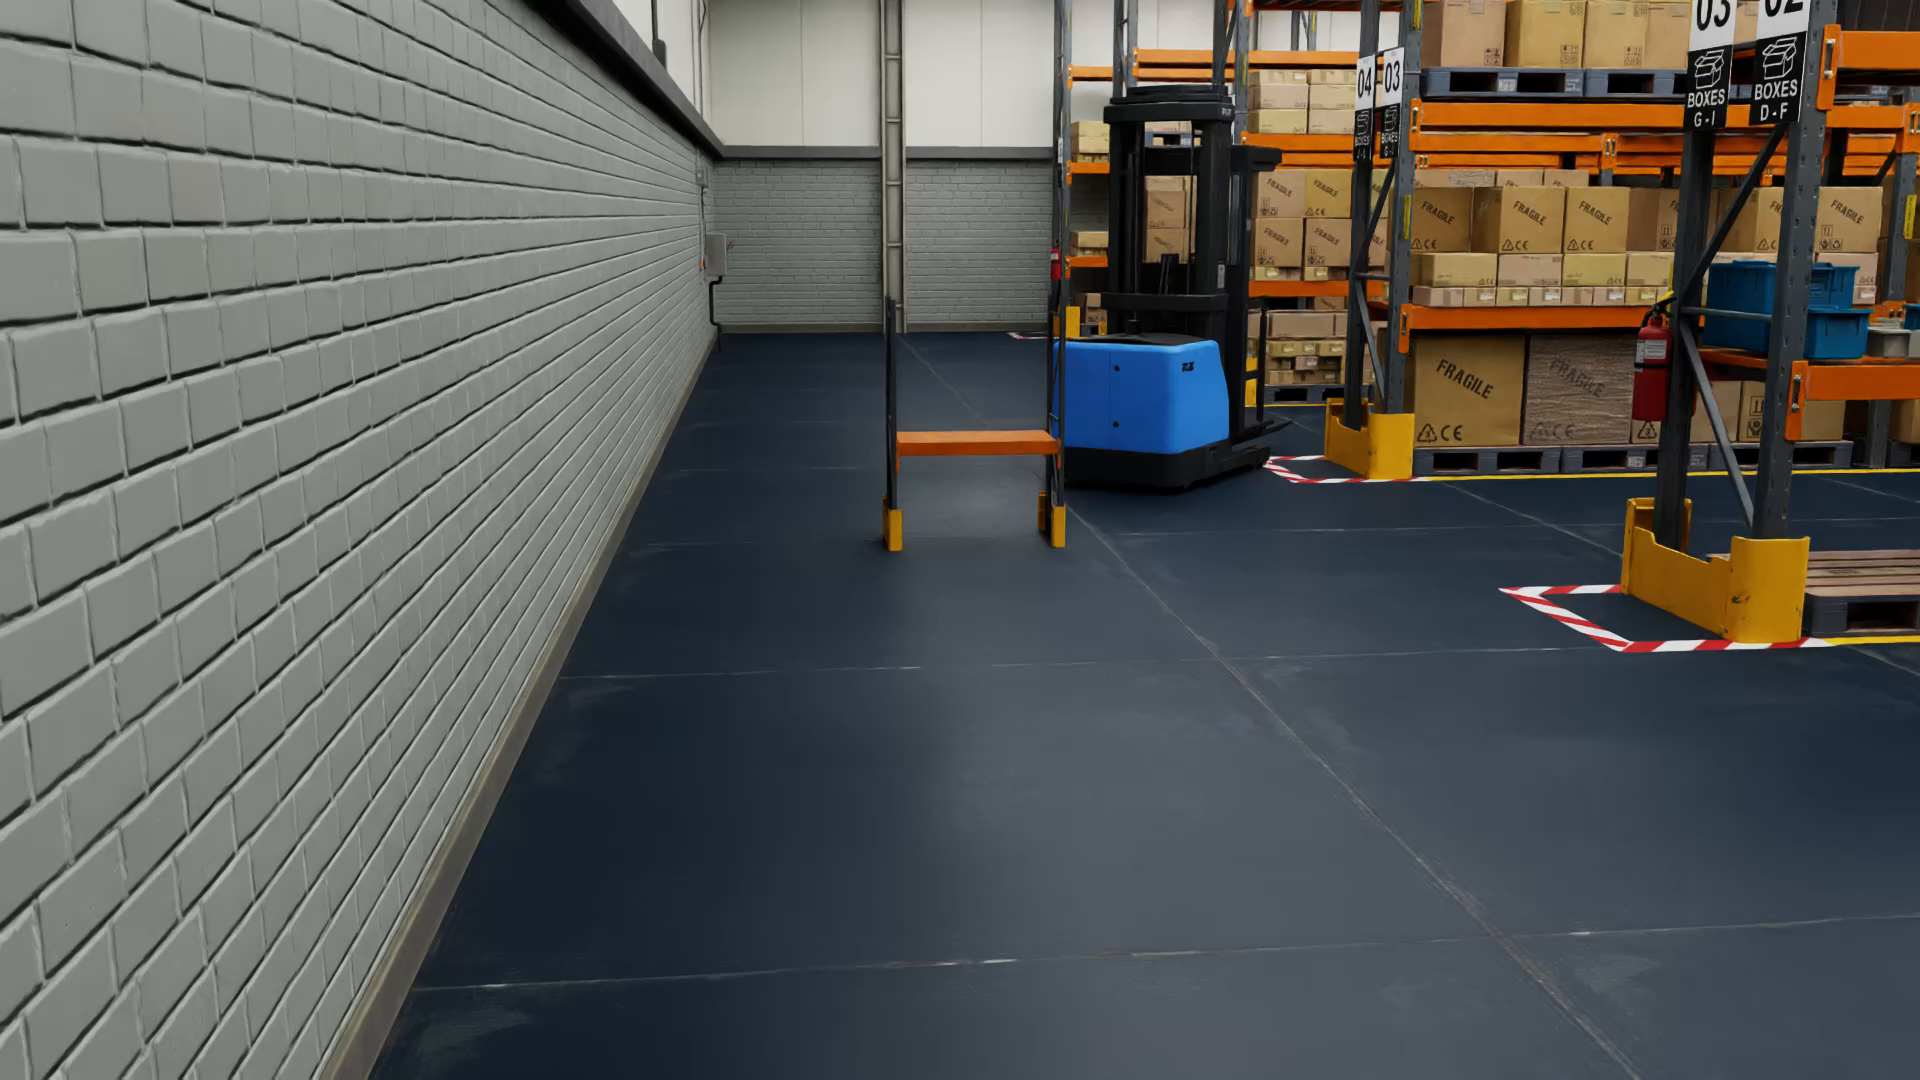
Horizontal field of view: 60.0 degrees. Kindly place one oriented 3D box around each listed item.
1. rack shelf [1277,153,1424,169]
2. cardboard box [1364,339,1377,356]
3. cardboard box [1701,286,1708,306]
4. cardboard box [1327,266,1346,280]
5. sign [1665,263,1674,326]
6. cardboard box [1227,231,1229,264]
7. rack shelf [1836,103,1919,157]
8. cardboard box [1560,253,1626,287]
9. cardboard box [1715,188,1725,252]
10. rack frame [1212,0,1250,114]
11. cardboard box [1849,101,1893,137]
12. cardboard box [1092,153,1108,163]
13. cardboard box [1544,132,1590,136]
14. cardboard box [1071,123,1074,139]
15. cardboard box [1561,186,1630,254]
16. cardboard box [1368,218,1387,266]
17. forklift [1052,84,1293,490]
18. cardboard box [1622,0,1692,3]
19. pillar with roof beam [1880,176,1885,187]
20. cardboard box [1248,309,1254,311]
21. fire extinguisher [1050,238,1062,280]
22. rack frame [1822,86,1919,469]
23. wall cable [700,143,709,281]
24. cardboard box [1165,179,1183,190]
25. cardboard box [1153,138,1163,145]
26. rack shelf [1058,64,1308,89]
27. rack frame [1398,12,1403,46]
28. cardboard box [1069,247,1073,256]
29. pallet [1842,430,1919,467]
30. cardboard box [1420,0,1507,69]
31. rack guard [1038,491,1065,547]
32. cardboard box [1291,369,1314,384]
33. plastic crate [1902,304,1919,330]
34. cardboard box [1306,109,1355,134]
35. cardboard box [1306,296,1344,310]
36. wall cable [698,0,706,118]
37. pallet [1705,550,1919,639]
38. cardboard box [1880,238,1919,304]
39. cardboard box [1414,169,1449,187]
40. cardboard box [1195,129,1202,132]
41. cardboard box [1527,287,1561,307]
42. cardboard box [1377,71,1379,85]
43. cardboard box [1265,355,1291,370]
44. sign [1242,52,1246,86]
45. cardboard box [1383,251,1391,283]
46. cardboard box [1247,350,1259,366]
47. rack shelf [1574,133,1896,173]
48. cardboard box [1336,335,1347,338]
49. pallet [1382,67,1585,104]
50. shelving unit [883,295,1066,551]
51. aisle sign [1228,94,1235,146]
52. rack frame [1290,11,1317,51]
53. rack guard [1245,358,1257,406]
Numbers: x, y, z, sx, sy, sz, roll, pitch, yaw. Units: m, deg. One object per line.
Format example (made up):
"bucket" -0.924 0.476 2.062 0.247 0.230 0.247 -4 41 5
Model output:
"rack shelf" 4.189 -5.108 22.666 4.000 0.370 1.077 -1 11 -6
"cardboard box" 4.433 -2.080 17.932 0.250 0.149 0.380 -1 11 -4
"cardboard box" 5.702 -1.912 12.966 0.250 0.149 0.380 -1 11 -7
"cardboard box" 3.958 -2.862 17.799 0.250 0.149 0.380 -1 11 -3
"sign" 3.730 -1.283 8.694 0.005 0.325 0.100 -1 11 -6
"cardboard box" 3.716 -3.975 22.552 0.500 0.500 0.500 -1 11 -6
"rack shelf" 9.236 -3.291 13.423 4.000 0.370 1.077 -1 11 -6
"cardboard box" 4.793 -2.100 12.891 0.500 0.250 0.500 -2 11 -8
"cardboard box" 6.253 -2.601 13.498 0.500 0.500 0.500 -1 11 -6
"rack frame" 2.836 -5.944 17.277 0.127 3.000 1.000 -1 11 -6
"cardboard box" 9.753 -4.615 18.030 0.500 0.500 0.500 -1 11 -6
"cardboard box" 2.261 -6.221 27.110 0.250 0.149 0.380 -1 11 -5
"cardboard box" 6.353 -4.420 17.689 0.500 0.250 0.500 -1 11 -5
"cardboard box" 2.073 -6.752 27.483 0.500 0.250 0.500 -2 11 -8
"cardboard box" 4.789 -2.468 12.821 0.500 0.500 0.500 -2 11 -8
"cardboard box" 4.330 -3.176 17.717 0.500 0.500 0.500 -1 11 -5
"forklift" 1.847 -2.041 13.152 1.130 2.935 3.031 7 13 30
"cardboard box" 5.280 -4.232 12.789 0.500 0.250 0.500 -2 11 -8
"pillar with roof beam" 17.243 -7.509 25.238 0.400 9.000 9.100 -1 11 -6
"cardboard box" 4.760 -3.772 27.779 0.258 0.266 0.396 -1 11 -4
"fire extinguisher" 1.565 -4.587 27.092 0.183 0.674 0.296 -1 11 -6
"rack frame" 7.247 -2.131 13.431 0.127 3.000 1.000 -1 11 -6
"wall cable" -3.567 -4.596 23.338 0.122 1.984 0.588 -1 11 -6
"cardboard box" 2.836 -4.779 22.370 0.250 0.149 0.380 -1 11 -5
"cardboard box" 3.145 -6.424 27.108 0.500 0.250 0.500 -2 11 -8
"rack shelf" 3.649 -7.530 27.218 4.000 0.370 1.077 -1 11 -6
"rack frame" 6.177 -6.975 22.519 0.127 3.000 1.000 -1 11 -6
"cardboard box" 1.961 -4.835 27.836 0.250 0.149 0.380 -1 11 -7
"pallet" 8.006 -0.793 13.855 1.213 0.211 1.003 -1 11 -6
"cardboard box" 3.782 -3.845 12.765 0.500 0.500 0.700 -2 11 -10
"rack guard" 0.571 -0.135 10.405 0.087 0.250 0.587 -1 11 -6
"cardboard box" 3.642 -1.779 17.941 0.250 0.149 0.380 -1 11 -6
"plastic crate" 4.741 -1.001 7.960 0.300 0.233 0.416 -1 11 -6
"cardboard box" 3.834 -4.369 17.431 0.500 0.250 0.500 -1 11 -4
"cardboard box" 6.143 -3.930 27.972 0.500 0.500 0.500 -1 11 -4
"wall cable" -3.766 -7.417 24.669 0.133 3.039 2.988 -1 11 -6
"pallet" 4.630 0.261 8.494 1.213 0.211 1.003 -1 11 -6
"cardboard box" 7.732 -2.141 13.226 0.500 0.500 0.500 -1 11 -6
"cardboard box" 4.837 -3.674 17.660 0.500 0.500 0.500 -2 11 -8
"cardboard box" 3.307 -5.530 22.249 0.250 0.149 0.380 -1 11 -4
"cardboard box" 4.428 -1.885 12.831 0.250 0.149 0.380 -1 11 -7
"cardboard box" 4.202 -4.827 17.429 0.250 0.149 0.380 -1 11 -4
"cardboard box" 3.384 -1.916 17.867 0.250 0.149 0.380 -1 11 -4
"sign" 2.894 -4.797 16.953 0.005 0.325 0.100 -1 11 -6
"cardboard box" 3.724 -2.181 13.303 0.500 0.250 0.500 -1 11 -7
"cardboard box" 3.330 -2.020 18.396 0.250 0.149 0.380 -2 11 -8
"rack shelf" 8.801 -4.245 18.272 4.000 0.370 1.077 -1 11 -6
"cardboard box" 4.360 -2.193 18.507 0.250 0.149 0.380 -1 11 -4
"pallet" 4.007 -3.493 12.815 1.213 0.211 1.003 -1 11 -6
"shelving unit" 0.076 -0.738 10.231 1.083 1.500 0.587 -1 11 -6
"aisle sign" 2.795 -4.217 17.305 0.004 0.787 0.394 -1 11 -6
"rack frame" 5.638 -7.927 27.360 0.127 3.000 1.000 -1 11 -6
"rack guard" 2.911 -1.776 18.105 0.348 0.500 1.175 -1 11 -6
